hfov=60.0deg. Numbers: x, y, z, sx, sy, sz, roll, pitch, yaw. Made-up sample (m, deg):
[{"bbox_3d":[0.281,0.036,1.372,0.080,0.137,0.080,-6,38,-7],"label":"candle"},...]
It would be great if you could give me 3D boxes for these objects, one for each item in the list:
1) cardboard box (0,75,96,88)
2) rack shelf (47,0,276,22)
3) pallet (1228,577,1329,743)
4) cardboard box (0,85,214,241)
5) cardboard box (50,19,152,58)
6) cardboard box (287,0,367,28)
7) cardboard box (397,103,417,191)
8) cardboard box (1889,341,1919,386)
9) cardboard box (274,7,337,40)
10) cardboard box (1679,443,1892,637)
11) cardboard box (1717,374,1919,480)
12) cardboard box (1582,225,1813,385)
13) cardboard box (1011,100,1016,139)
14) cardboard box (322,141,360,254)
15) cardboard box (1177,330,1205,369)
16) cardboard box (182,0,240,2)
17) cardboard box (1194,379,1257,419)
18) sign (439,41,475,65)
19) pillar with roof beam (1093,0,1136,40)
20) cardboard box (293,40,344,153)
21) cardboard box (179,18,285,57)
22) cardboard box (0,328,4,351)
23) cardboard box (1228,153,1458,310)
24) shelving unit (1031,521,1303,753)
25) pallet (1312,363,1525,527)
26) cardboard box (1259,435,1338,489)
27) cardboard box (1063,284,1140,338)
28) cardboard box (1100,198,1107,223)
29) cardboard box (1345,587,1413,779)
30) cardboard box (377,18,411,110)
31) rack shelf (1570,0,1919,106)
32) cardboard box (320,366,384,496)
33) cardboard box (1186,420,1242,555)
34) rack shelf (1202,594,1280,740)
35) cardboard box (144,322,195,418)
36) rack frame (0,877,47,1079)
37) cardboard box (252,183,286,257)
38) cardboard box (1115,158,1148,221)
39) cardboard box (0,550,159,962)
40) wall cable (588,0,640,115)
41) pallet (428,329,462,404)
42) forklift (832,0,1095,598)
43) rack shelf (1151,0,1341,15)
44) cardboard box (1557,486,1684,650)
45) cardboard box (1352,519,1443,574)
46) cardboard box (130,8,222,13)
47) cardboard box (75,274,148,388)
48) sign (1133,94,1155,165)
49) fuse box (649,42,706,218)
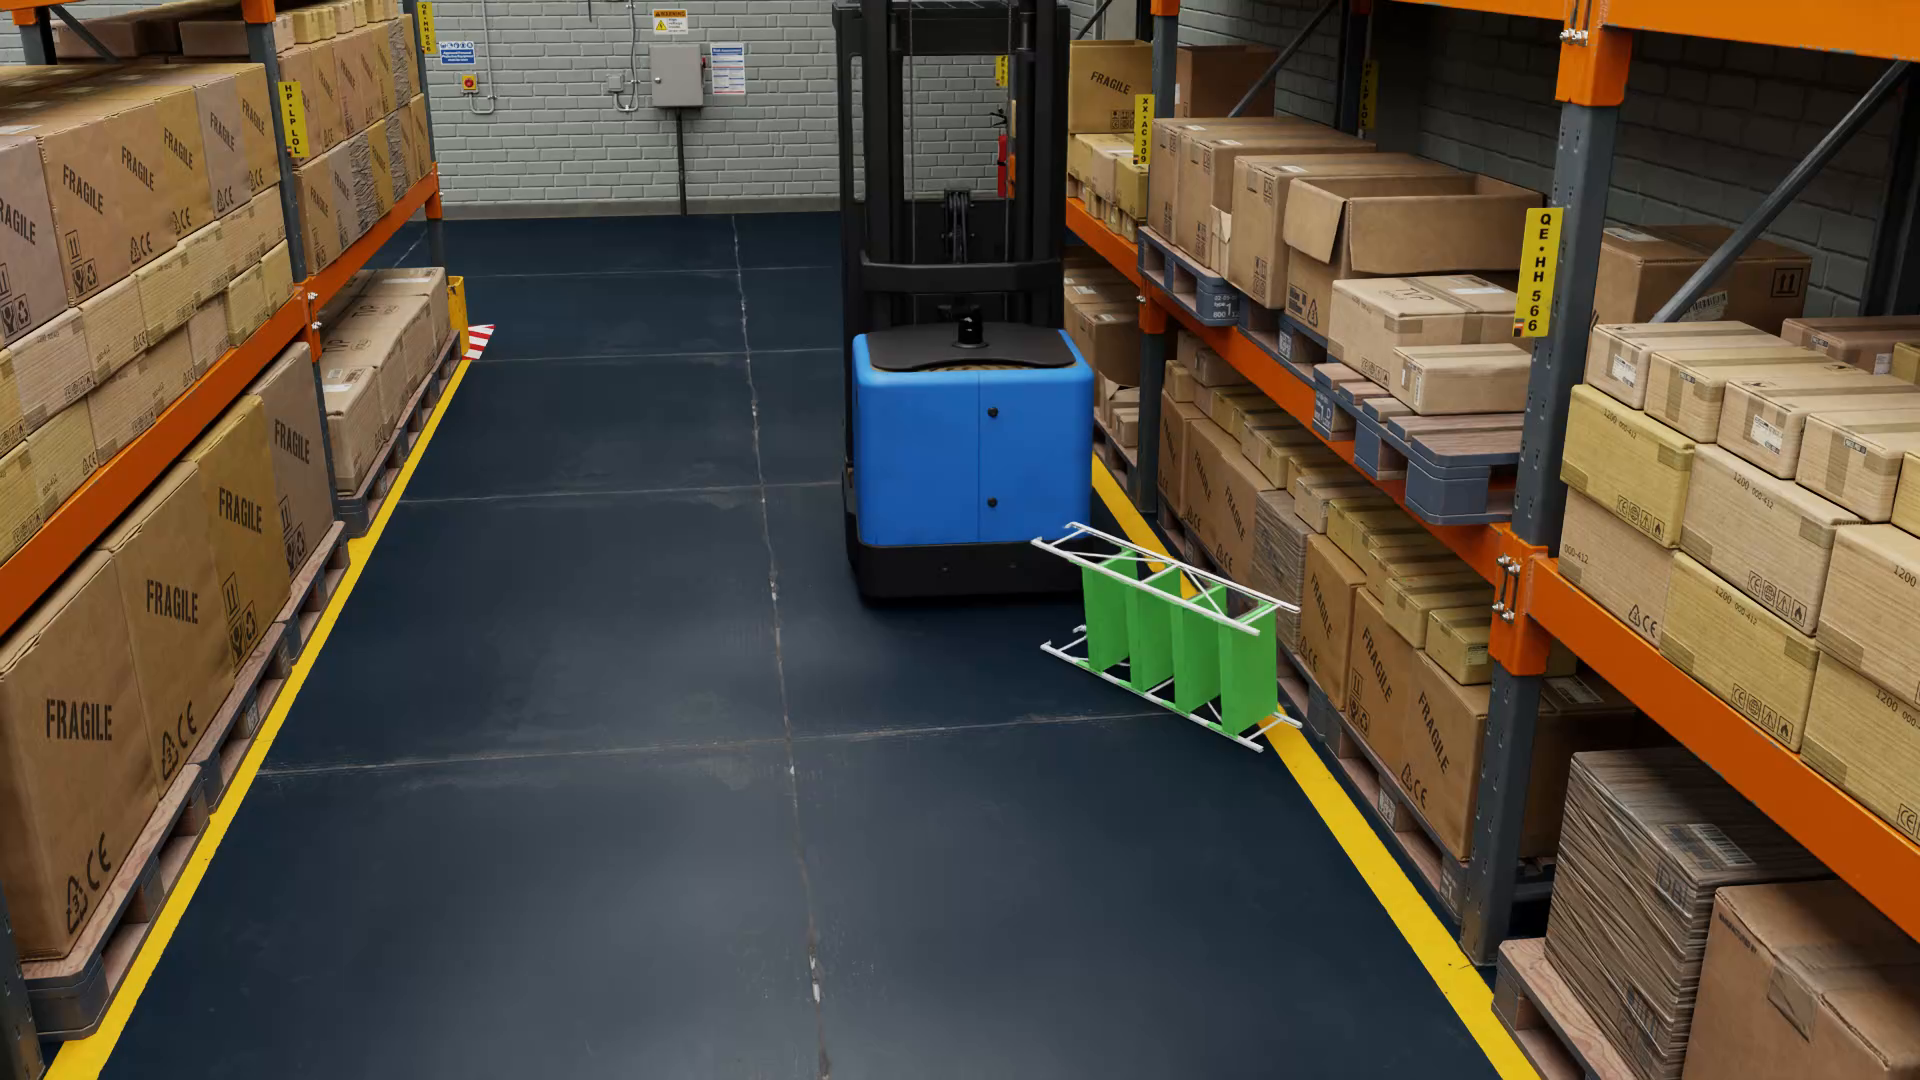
[{"bbox_3d":[-3.616,-1.503,6.382,0.500,0.500,0.500,-3,21,-8],"label":"cardboard box"},{"bbox_3d":[-3.784,-3.090,8.944,1.077,0.370,4.000,-3,21,-8],"label":"rack shelf"},{"bbox_3d":[1.749,0.428,6.768,1.003,0.211,1.213,-3,21,-8],"label":"pallet"},{"bbox_3d":[-3.047,-1.347,5.965,0.500,0.500,0.500,-2,21,-6],"label":"cardboard box"},{"bbox_3d":[-3.855,-2.239,7.425,0.380,0.149,0.250,-3,21,-9],"label":"cardboard box"},{"bbox_3d":[-3.584,-2.980,9.410,0.380,0.149,0.250,-2,21,-6],"label":"cardboard box"},{"bbox_3d":[-3.684,-2.433,10.300,0.500,0.500,0.500,-3,21,-9],"label":"cardboard box"},{"bbox_3d":[2.388,-0.359,3.822,0.380,0.149,0.250,-2,21,-6],"label":"cardboard box"},{"bbox_3d":[-3.401,-2.628,8.466,0.380,0.149,0.250,-4,21,-9],"label":"cardboard box"},{"bbox_3d":[1.885,-0.021,3.484,0.500,0.250,0.500,-2,21,-6],"label":"cardboard box"},{"bbox_3d":[1.849,-0.242,3.506,0.380,0.149,0.250,-2,21,-6],"label":"cardboard box"},{"bbox_3d":[2.073,-0.626,4.862,0.500,0.500,0.500,-2,21,-5],"label":"cardboard box"},{"bbox_3d":[0.638,-2.864,11.388,0.500,0.250,0.500,-3,21,-7],"label":"cardboard box"},{"bbox_3d":[-3.373,-1.726,8.408,0.500,0.500,0.500,-3,21,-7],"label":"cardboard box"},{"bbox_3d":[1.264,-0.915,8.000,0.380,0.149,0.250,-3,21,-9],"label":"cardboard box"},{"bbox_3d":[-4.123,-2.947,9.320,0.380,0.149,0.250,-3,21,-7],"label":"cardboard box"},{"bbox_3d":[1.320,-0.681,7.798,0.380,0.149,0.250,-3,21,-9],"label":"cardboard box"},{"bbox_3d":[-4.965,-4.811,16.423,0.327,0.218,0.001,-3,21,-8],"label":"sign"},{"bbox_3d":[-2.918,-6.538,12.861,9.100,9.000,0.400,-3,21,-8],"label":"pillar with roof beam"},{"bbox_3d":[-3.391,-2.197,8.239,0.500,0.500,0.500,-3,21,-8],"label":"cardboard box"},{"bbox_3d":[-3.284,-2.271,7.510,0.380,0.149,0.250,-3,21,-9],"label":"cardboard box"},{"bbox_3d":[-2.748,-0.643,4.078,0.500,0.500,0.500,-4,21,-10],"label":"cardboard box"},{"bbox_3d":[1.452,-1.195,6.385,0.700,0.500,0.500,-3,21,-8],"label":"cardboard box"},{"bbox_3d":[0.786,0.352,6.497,0.258,0.503,1.200,-24,30,-33],"label":"shelving unit"},{"bbox_3d":[1.825,-0.337,5.107,1.213,0.211,1.003,-3,21,-8],"label":"pallet"},{"bbox_3d":[1.454,-0.324,6.842,0.380,0.149,0.250,-2,21,-6],"label":"cardboard box"},{"bbox_3d":[0.895,-1.289,10.353,0.500,0.500,0.500,-3,21,-7],"label":"cardboard box"},{"bbox_3d":[0.988,-1.831,9.191,0.380,0.149,0.250,-2,21,-6],"label":"cardboard box"},{"bbox_3d":[1.657,0.469,5.646,0.500,0.500,0.500,-3,21,-9],"label":"cardboard box"},{"bbox_3d":[-3.663,-2.895,10.109,0.500,0.500,0.500,-3,21,-8],"label":"cardboard box"},{"bbox_3d":[2.280,-0.572,2.201,1.077,0.370,4.000,-3,21,-8],"label":"rack shelf"},{"bbox_3d":[-3.480,-0.549,8.460,0.875,0.438,0.875,-3,21,-9],"label":"cardboard box"},{"bbox_3d":[1.349,-0.244,7.555,0.500,0.500,0.500,-3,21,-8],"label":"cardboard box"},{"bbox_3d":[1.050,0.465,6.195,0.258,0.480,0.148,-24,30,-33],"label":"rack shelf"},{"bbox_3d":[-2.977,-0.586,5.712,0.500,0.250,0.500,-3,21,-8],"label":"cardboard box"},{"bbox_3d":[-2.919,0.055,3.781,1.000,3.000,0.127,-3,21,-8],"label":"rack frame"},{"bbox_3d":[-3.192,-1.353,7.051,0.500,0.250,0.500,-3,21,-8],"label":"cardboard box"},{"bbox_3d":[1.101,-1.814,8.576,0.500,0.250,0.500,-2,21,-6],"label":"cardboard box"},{"bbox_3d":[-2.937,0.611,4.730,0.875,0.875,0.875,-3,21,-8],"label":"cardboard box"},{"bbox_3d":[-3.507,-5.217,16.445,0.588,1.984,0.122,-3,21,-8],"label":"wall cable"},{"bbox_3d":[-3.880,-1.135,10.954,1.003,0.211,1.213,-3,21,-8],"label":"pallet"},{"bbox_3d":[-0.056,-1.592,8.290,1.130,2.935,3.031,-2,21,-5],"label":"forklift"},{"bbox_3d":[1.127,-3.342,9.617,1.077,0.370,4.000,-3,21,-8],"label":"rack shelf"},{"bbox_3d":[1.814,0.040,4.036,0.500,0.250,0.500,-3,21,-8],"label":"cardboard box"},{"bbox_3d":[1.613,0.036,5.878,0.380,0.149,0.250,-2,21,-6],"label":"cardboard box"},{"bbox_3d":[-3.938,-2.594,8.376,0.380,0.149,0.250,-3,21,-8],"label":"cardboard box"},{"bbox_3d":[-2.881,-0.649,5.165,0.500,0.250,0.500,-3,21,-8],"label":"cardboard box"},{"bbox_3d":[0.880,-1.957,7.930,0.100,0.325,0.005,-3,21,-8],"label":"sign"},{"bbox_3d":[-2.809,-4.117,16.794,0.539,1.711,0.414,-3,21,-8],"label":"fuse box"}]
